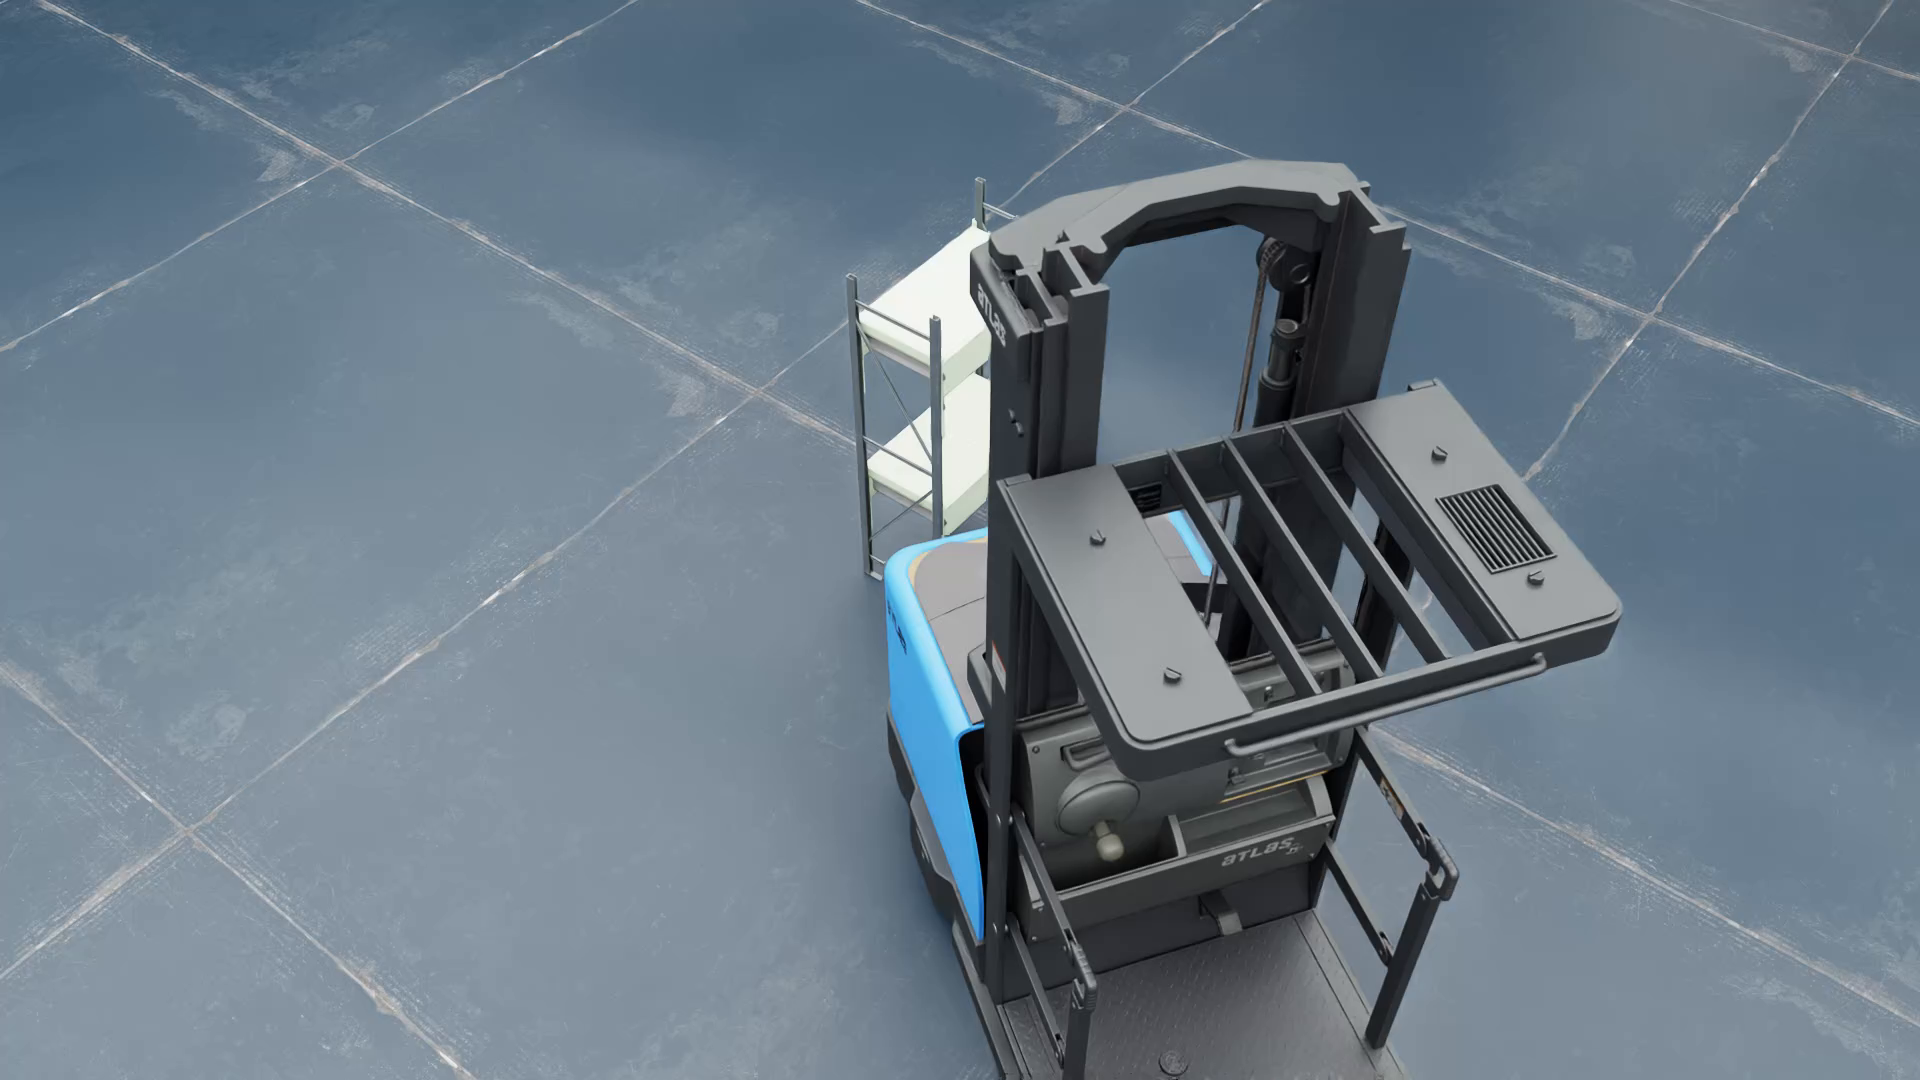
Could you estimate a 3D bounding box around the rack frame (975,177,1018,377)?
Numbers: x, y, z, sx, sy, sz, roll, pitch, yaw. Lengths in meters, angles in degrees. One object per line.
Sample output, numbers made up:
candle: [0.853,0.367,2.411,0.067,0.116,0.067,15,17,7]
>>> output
rack frame: [0.220,-0.724,6.569,0.400,1.500,0.023,29,53,25]

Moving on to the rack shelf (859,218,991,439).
rack shelf: [-0.004,-0.784,6.087,0.431,0.370,0.720,29,53,25]

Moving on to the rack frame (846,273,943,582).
rack frame: [-0.228,-0.305,6.169,0.400,1.500,0.023,29,53,25]

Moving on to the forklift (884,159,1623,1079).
forklift: [0.688,0.667,4.250,1.130,2.935,3.031,-14,48,-13]

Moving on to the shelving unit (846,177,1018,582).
shelving unit: [-0.004,-0.514,6.369,0.431,1.500,0.755,29,53,25]

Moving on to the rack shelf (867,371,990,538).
rack shelf: [-0.004,-0.289,6.604,0.431,0.370,0.720,29,53,25]
